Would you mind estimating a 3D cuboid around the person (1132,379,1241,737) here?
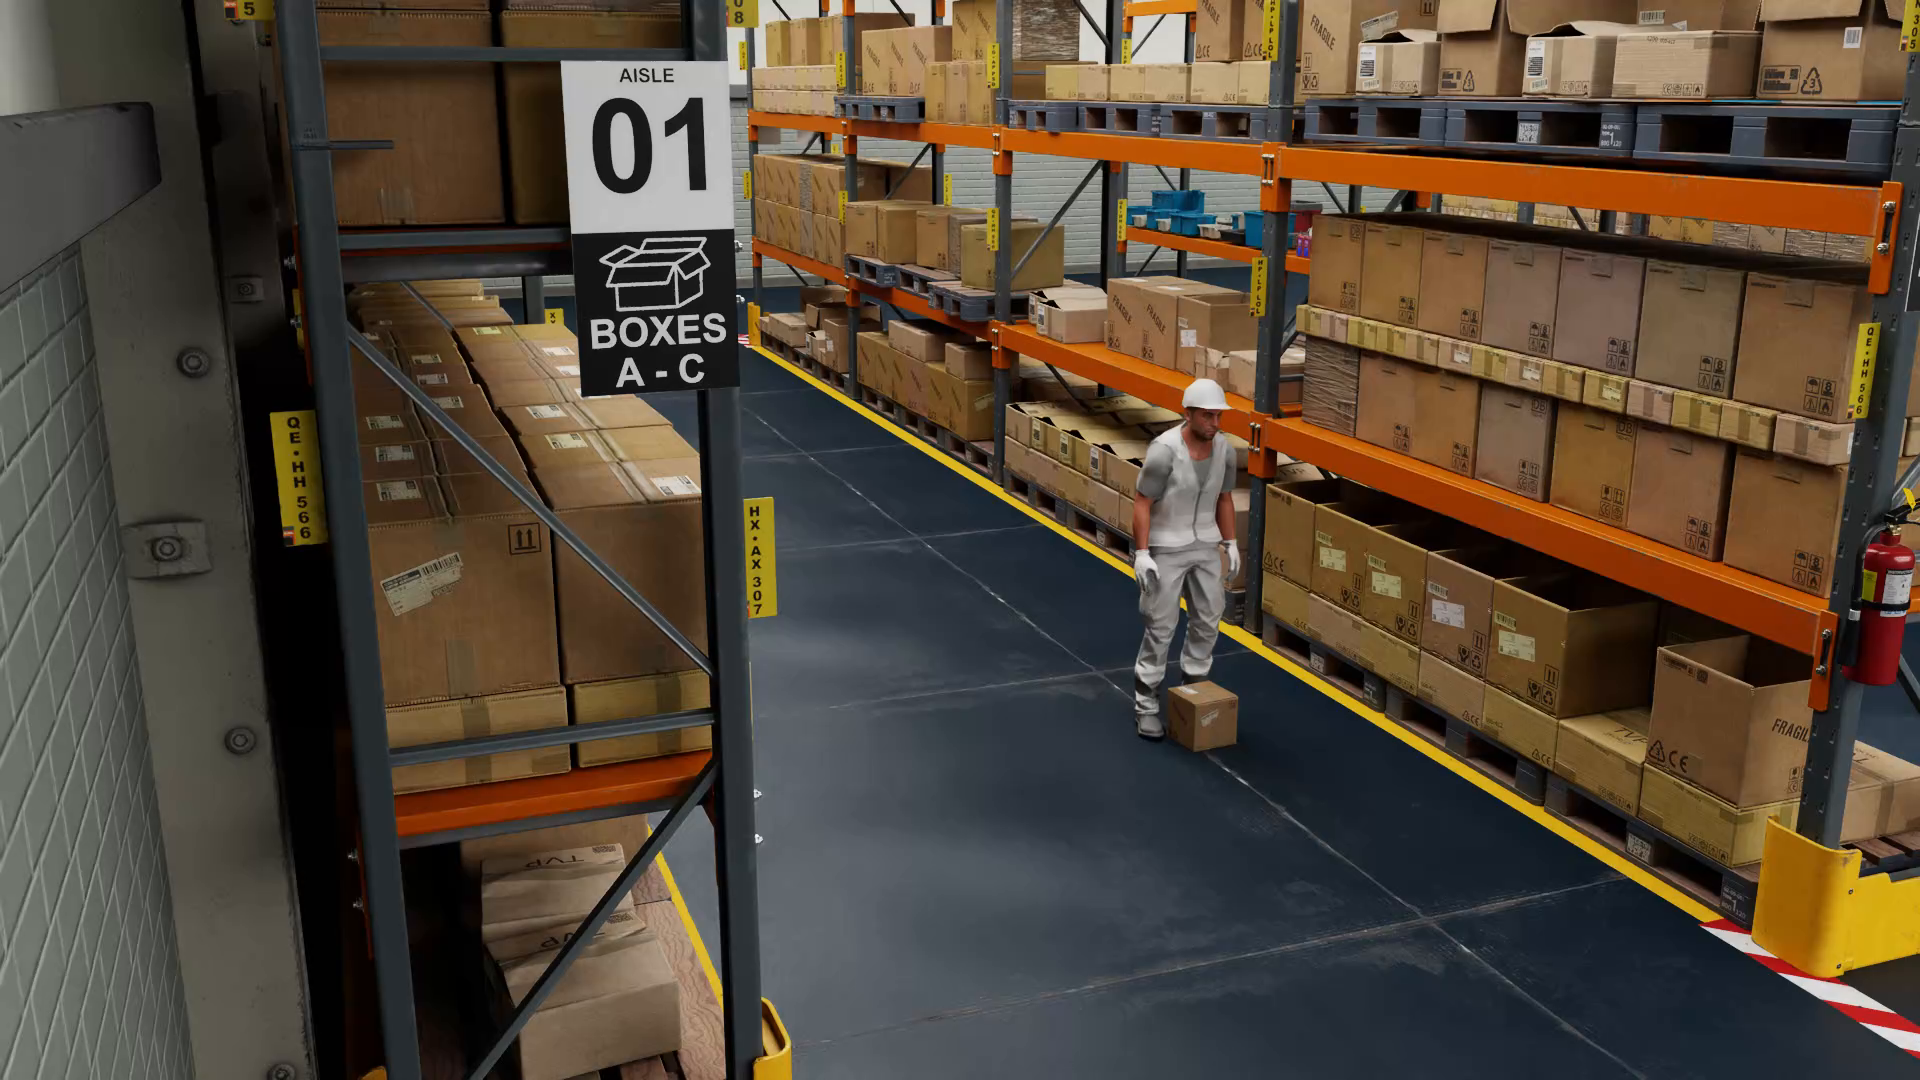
[{"bbox_3d":[1.124,0.078,8.219,0.617,1.776,0.453,-7,17,-24],"label":"person"}]
